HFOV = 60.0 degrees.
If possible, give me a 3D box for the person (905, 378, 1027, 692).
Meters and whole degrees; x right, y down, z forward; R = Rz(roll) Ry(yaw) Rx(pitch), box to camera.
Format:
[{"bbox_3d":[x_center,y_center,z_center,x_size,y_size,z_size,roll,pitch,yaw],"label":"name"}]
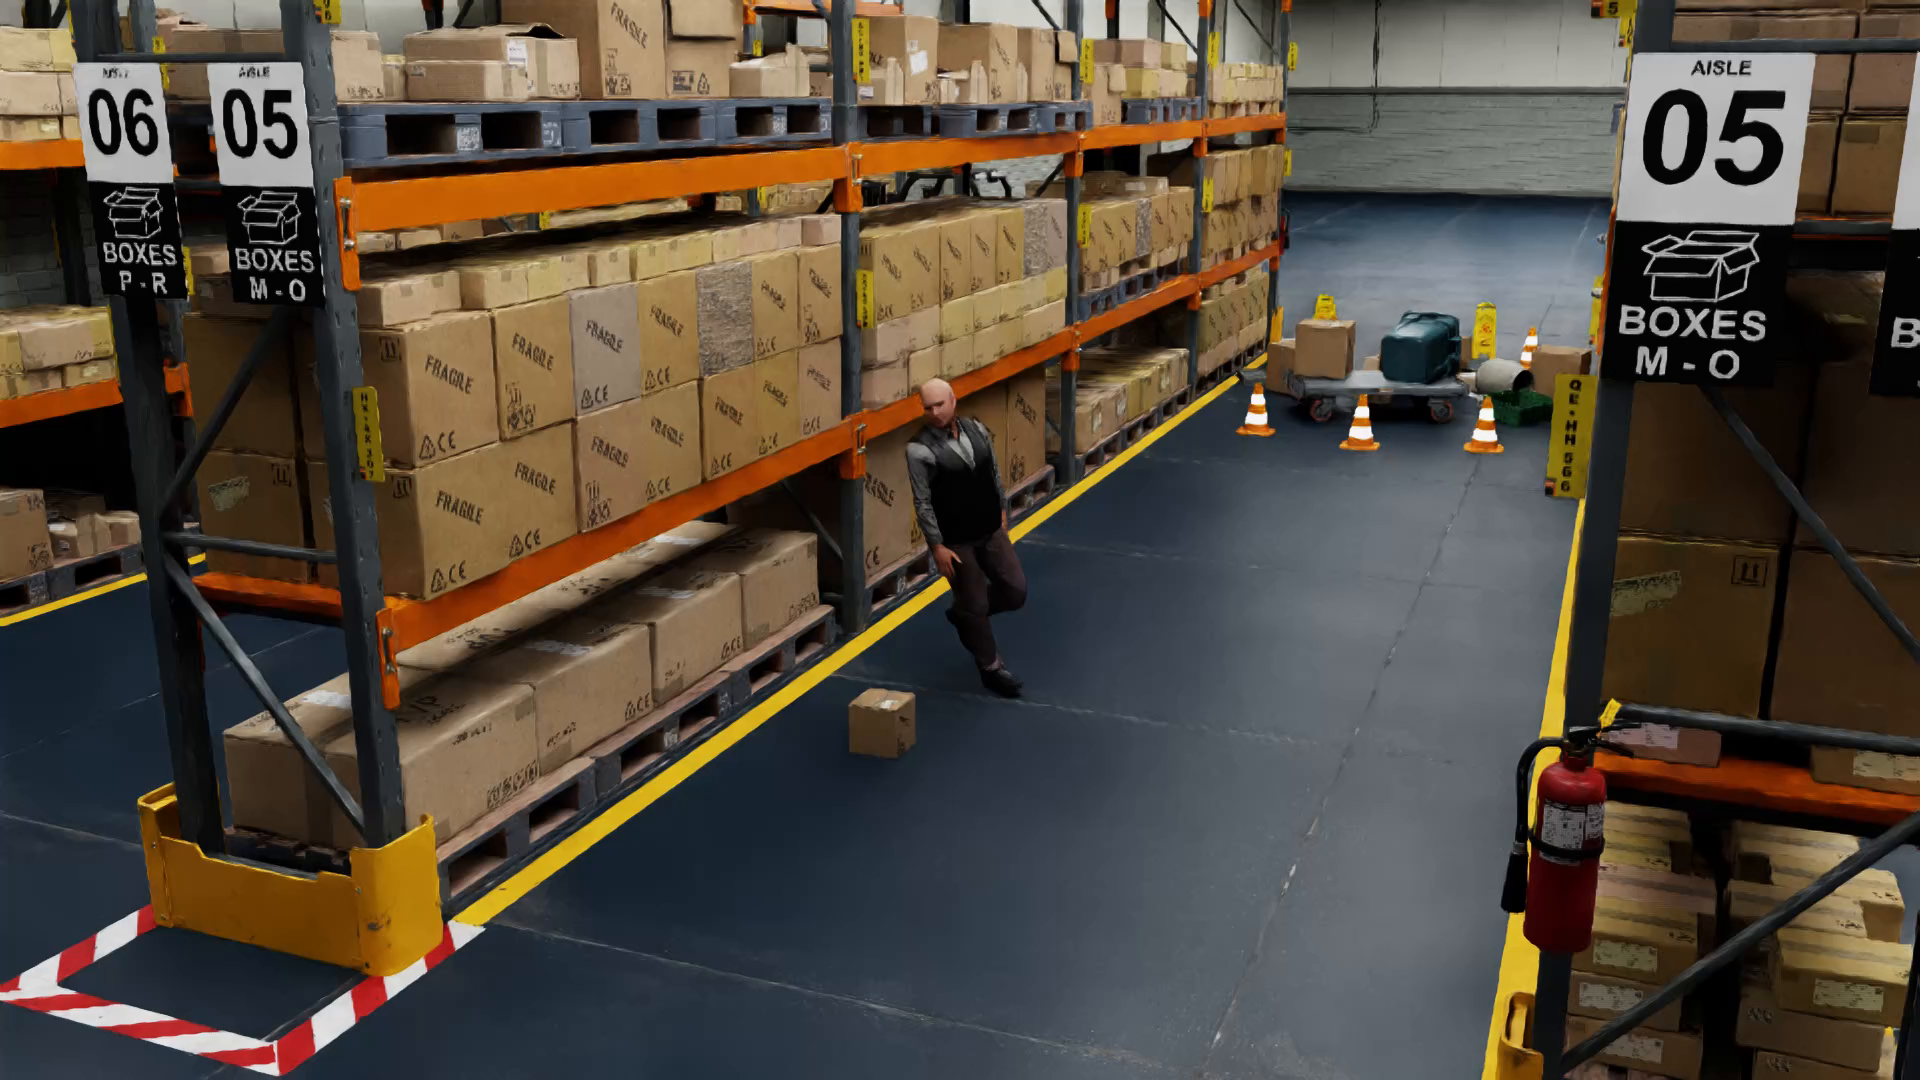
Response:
[{"bbox_3d":[0.023,-0.017,8.687,0.645,1.688,0.600,-15,21,-43],"label":"person"}]
